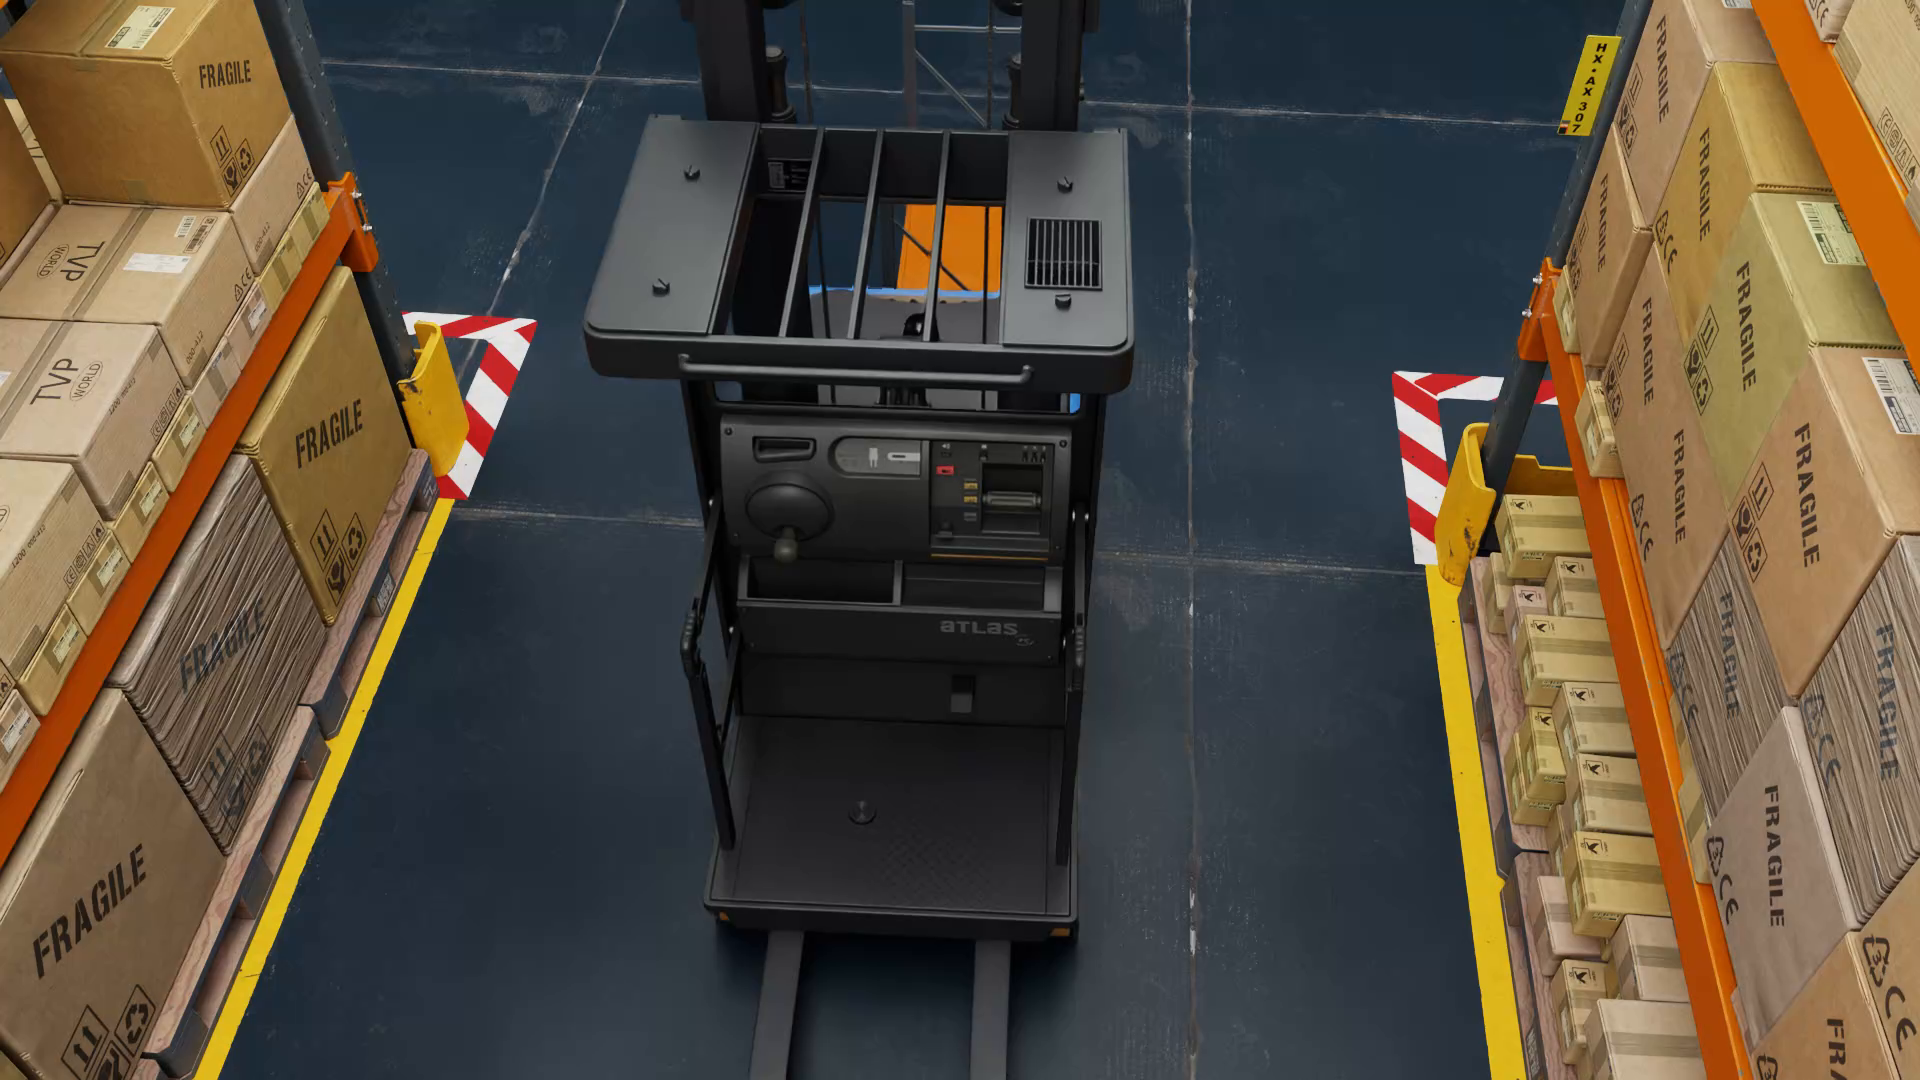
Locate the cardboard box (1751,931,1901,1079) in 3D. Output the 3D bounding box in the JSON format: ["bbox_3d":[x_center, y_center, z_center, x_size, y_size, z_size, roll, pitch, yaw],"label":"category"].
[{"bbox_3d":[1.818,1.060,2.978,0.500,0.500,0.500,3,48,2],"label":"cardboard box"}]

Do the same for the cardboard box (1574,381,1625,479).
[{"bbox_3d":[1.956,-0.305,4.666,0.380,0.149,0.250,3,48,2],"label":"cardboard box"}]

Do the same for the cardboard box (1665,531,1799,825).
[{"bbox_3d":[1.934,0.317,3.658,0.500,0.500,0.500,3,48,3],"label":"cardboard box"}]

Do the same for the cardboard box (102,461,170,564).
[{"bbox_3d":[-2.378,-0.087,4.467,0.380,0.149,0.250,4,48,4],"label":"cardboard box"}]

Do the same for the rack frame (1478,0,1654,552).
[{"bbox_3d":[2.371,-0.989,5.122,1.000,3.000,0.127,4,48,4],"label":"rack frame"}]

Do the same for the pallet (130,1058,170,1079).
[{"bbox_3d":[-2.776,1.930,4.342,1.003,0.211,1.213,4,48,4],"label":"pallet"}]

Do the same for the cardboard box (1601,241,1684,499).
[{"bbox_3d":[2.032,-0.417,4.329,0.500,0.500,0.500,4,48,4],"label":"cardboard box"}]

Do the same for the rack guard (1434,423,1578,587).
[{"bbox_3d":[2.365,-0.090,5.993,1.175,0.500,0.348,4,48,4],"label":"rack guard"}]

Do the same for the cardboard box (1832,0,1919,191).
[{"bbox_3d":[1.990,-0.872,3.084,0.500,0.250,0.500,2,48,2],"label":"cardboard box"}]

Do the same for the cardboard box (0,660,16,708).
[{"bbox_3d":[-2.528,0.419,3.734,0.500,0.250,0.500,5,48,4],"label":"cardboard box"}]

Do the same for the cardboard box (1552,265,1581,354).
[{"bbox_3d":[2.016,-0.688,5.017,0.380,0.149,0.250,4,48,3],"label":"cardboard box"}]

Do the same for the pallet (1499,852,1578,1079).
[{"bbox_3d":[2.142,1.496,4.738,1.003,0.211,1.213,4,48,4],"label":"pallet"}]

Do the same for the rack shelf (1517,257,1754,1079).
[{"bbox_3d":[2.189,0.723,4.043,1.077,0.370,4.000,4,48,4],"label":"rack shelf"}]

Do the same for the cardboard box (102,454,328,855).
[{"bbox_3d":[-2.620,0.323,5.077,0.875,0.875,0.875,4,48,4],"label":"cardboard box"}]

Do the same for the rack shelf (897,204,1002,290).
[{"bbox_3d":[0.017,-0.930,6.328,0.538,0.185,1.000,2,48,2],"label":"rack shelf"}]

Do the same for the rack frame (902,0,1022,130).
[{"bbox_3d":[0.043,-1.426,6.537,0.500,1.500,0.032,2,48,2],"label":"rack frame"}]

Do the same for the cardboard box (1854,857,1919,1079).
[{"bbox_3d":[1.822,0.735,2.598,0.500,0.500,0.500,3,48,2],"label":"cardboard box"}]

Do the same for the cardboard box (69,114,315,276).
[{"bbox_3d":[-2.338,-1.073,5.099,0.500,0.250,0.500,3,48,3],"label":"cardboard box"}]

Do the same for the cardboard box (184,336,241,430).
[{"bbox_3d":[-2.333,-0.469,4.816,0.380,0.149,0.250,5,48,4],"label":"cardboard box"}]

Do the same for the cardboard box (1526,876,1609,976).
[{"bbox_3d":[1.877,1.127,4.834,0.380,0.149,0.250,2,48,2],"label":"cardboard box"}]

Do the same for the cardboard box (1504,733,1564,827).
[{"bbox_3d":[1.914,0.756,5.173,0.380,0.149,0.250,4,48,4],"label":"cardboard box"}]

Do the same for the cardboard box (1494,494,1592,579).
[{"bbox_3d":[1.985,-0.007,5.468,0.380,0.149,0.250,2,48,2],"label":"cardboard box"}]

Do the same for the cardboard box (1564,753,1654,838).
[{"bbox_3d":[1.955,0.771,4.756,0.380,0.149,0.250,6,48,5],"label":"cardboard box"}]

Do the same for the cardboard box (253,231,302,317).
[{"bbox_3d":[-2.285,-0.837,5.153,0.380,0.149,0.250,4,48,4],"label":"cardboard box"}]

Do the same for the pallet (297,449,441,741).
[{"bbox_3d":[-2.554,0.137,5.982,1.003,0.211,1.213,4,48,4],"label":"pallet"}]

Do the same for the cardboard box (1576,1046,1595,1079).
[{"bbox_3d":[1.888,1.512,4.482,0.380,0.149,0.250,5,48,4],"label":"cardboard box"}]

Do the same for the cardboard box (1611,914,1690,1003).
[{"bbox_3d":[1.958,1.152,4.408,0.380,0.149,0.250,4,48,4],"label":"cardboard box"}]

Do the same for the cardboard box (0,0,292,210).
[{"bbox_3d":[-2.341,-1.324,4.820,0.500,0.500,0.500,4,48,4],"label":"cardboard box"}]

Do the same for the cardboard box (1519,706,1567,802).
[{"bbox_3d":[1.921,0.663,5.057,0.380,0.149,0.250,5,48,5],"label":"cardboard box"}]

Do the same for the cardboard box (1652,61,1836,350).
[{"bbox_3d":[2.027,-0.778,3.981,0.500,0.500,0.500,5,48,5],"label":"cardboard box"}]

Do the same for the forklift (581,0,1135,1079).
[{"bbox_3d":[-0.180,-0.024,4.286,1.130,2.935,3.031,2,48,2],"label":"forklift"}]

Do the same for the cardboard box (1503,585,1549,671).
[{"bbox_3d":[1.987,0.296,5.392,0.380,0.149,0.250,4,48,3],"label":"cardboard box"}]

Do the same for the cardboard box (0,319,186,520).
[{"bbox_3d":[-2.431,-0.326,4.416,0.500,0.250,0.500,2,48,2],"label":"cardboard box"}]

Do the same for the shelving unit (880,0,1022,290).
[{"bbox_3d":[0.017,-1.058,6.201,0.587,1.500,1.083,2,48,2],"label":"shelving unit"}]

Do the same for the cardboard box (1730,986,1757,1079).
[{"bbox_3d":[1.842,1.031,3.445,0.380,0.149,0.250,2,48,2],"label":"cardboard box"}]

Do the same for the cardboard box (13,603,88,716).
[{"bbox_3d":[-2.424,0.287,4.125,0.380,0.149,0.250,3,48,2],"label":"cardboard box"}]

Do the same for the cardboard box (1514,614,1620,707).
[{"bbox_3d":[1.930,0.380,5.114,0.380,0.149,0.250,4,48,3],"label":"cardboard box"}]

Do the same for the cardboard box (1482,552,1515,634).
[{"bbox_3d":[2.005,0.195,5.687,0.380,0.149,0.250,5,48,4],"label":"cardboard box"}]

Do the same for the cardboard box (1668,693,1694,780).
[{"bbox_3d":[1.924,0.461,3.966,0.380,0.149,0.250,5,48,5],"label":"cardboard box"}]

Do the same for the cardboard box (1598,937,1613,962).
[{"bbox_3d":[2.008,1.066,4.688,0.380,0.149,0.250,6,48,6],"label":"cardboard box"}]

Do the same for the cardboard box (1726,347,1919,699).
[{"bbox_3d":[1.914,-0.022,3.291,0.500,0.500,0.500,3,48,2],"label":"cardboard box"}]

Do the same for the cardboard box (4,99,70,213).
[{"bbox_3d":[-2.871,-1.112,5.135,0.500,0.250,0.500,3,48,2],"label":"cardboard box"}]
